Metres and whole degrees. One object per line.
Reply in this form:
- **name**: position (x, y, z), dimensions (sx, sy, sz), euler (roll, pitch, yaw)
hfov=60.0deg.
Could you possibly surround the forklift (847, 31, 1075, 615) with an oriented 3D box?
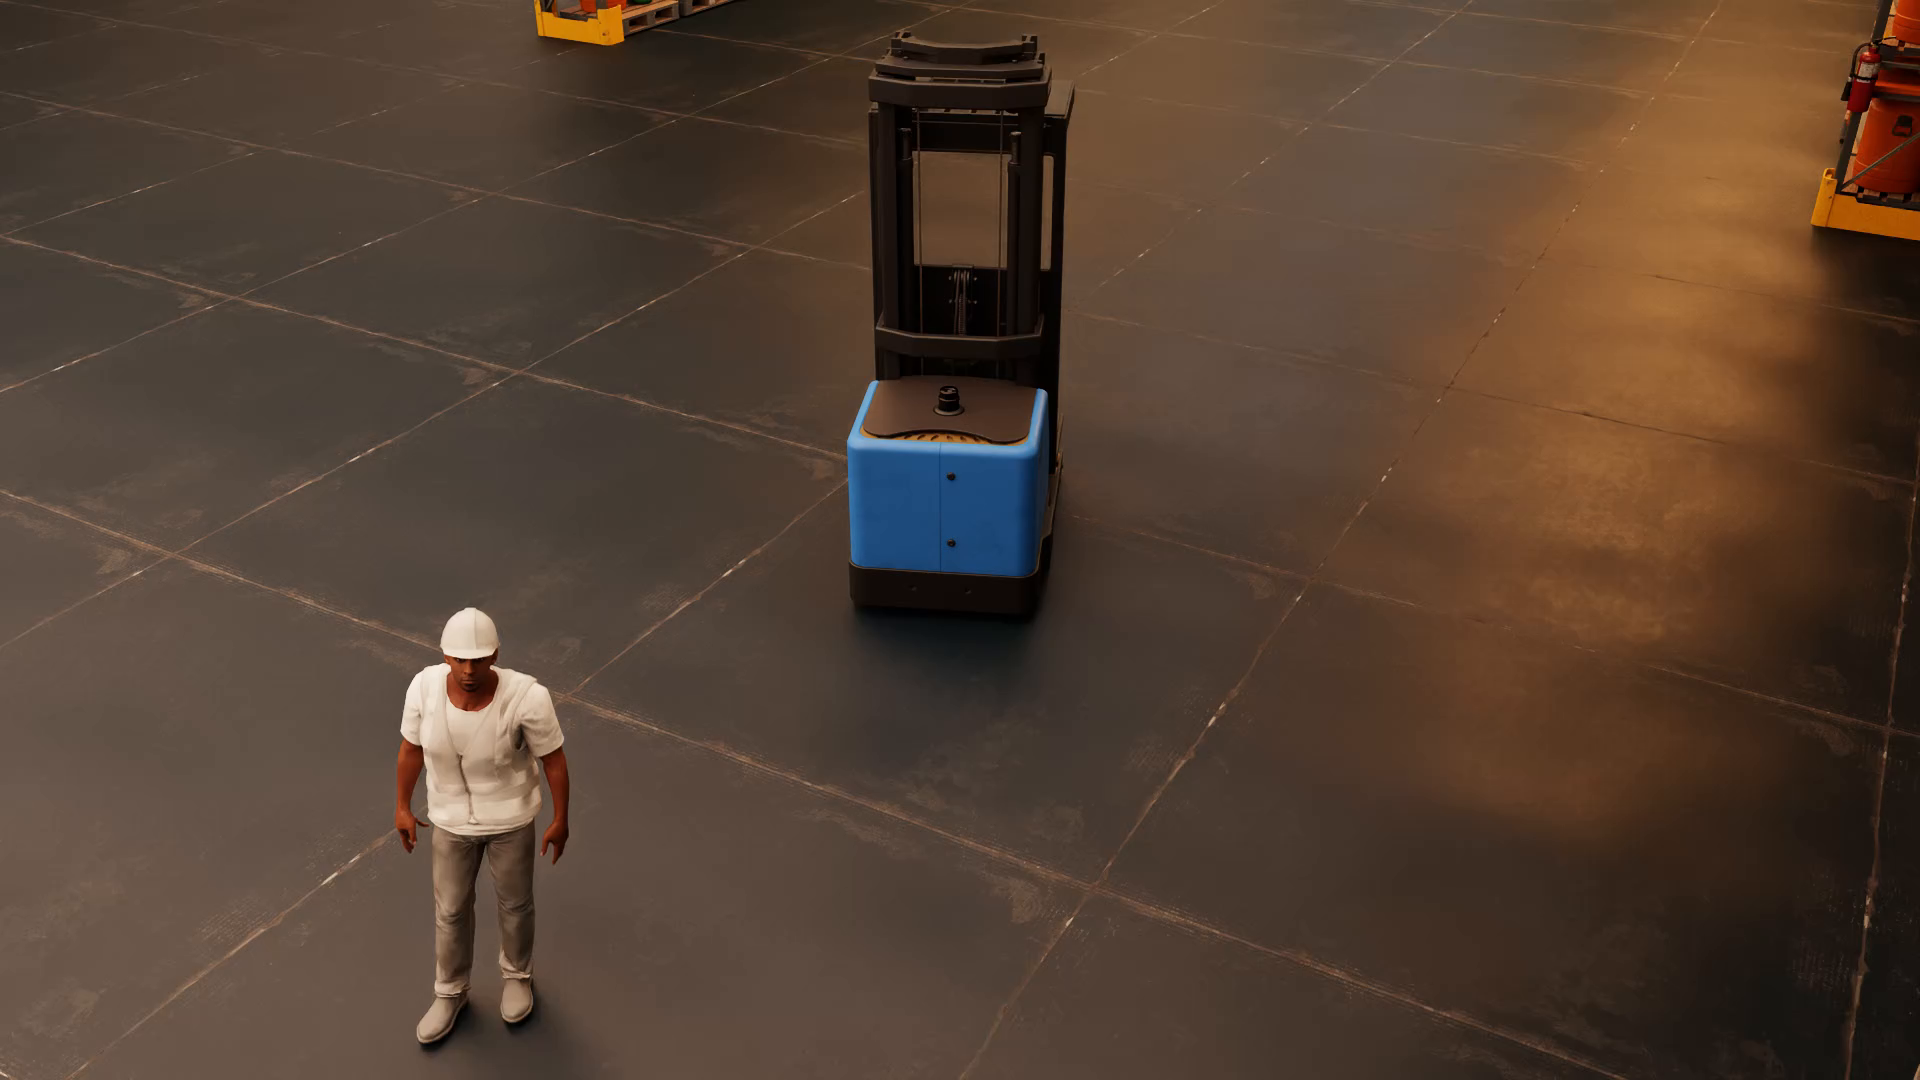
- **forklift**: position (0.072, -1.572, 9.794), dimensions (1.130, 2.935, 3.031), euler (3, 30, 6)

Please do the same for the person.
- **person**: position (-1.828, 1.091, 6.330), dimensions (0.666, 1.765, 0.577), euler (0, 30, 1)
